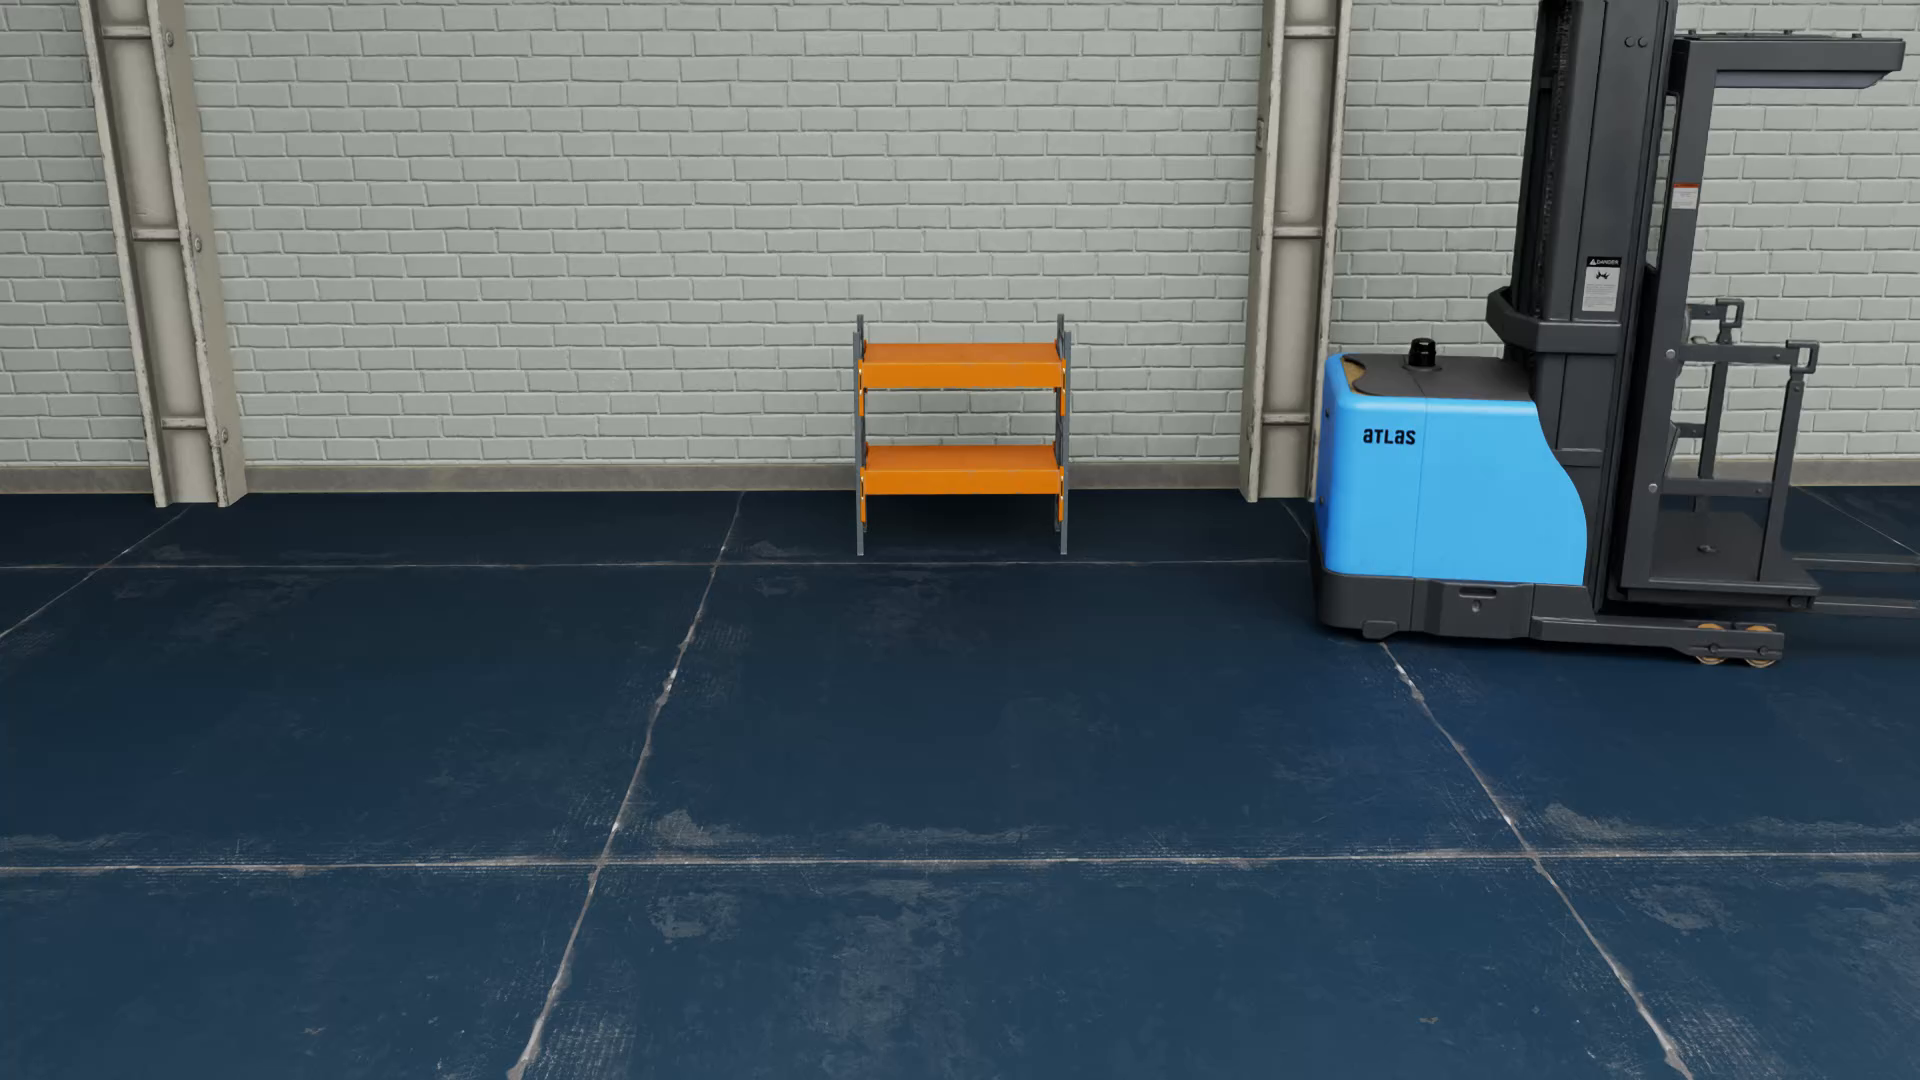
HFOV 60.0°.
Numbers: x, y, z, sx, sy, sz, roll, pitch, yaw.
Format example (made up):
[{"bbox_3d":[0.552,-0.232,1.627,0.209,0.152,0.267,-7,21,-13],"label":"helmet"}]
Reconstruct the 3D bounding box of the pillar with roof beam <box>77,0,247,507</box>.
[{"bbox_3d":[-4.146,-3.198,3.786,0.400,9.000,9.100,0,18,-1],"label":"pillar with roof beam"}]

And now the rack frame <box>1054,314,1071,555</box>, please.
[{"bbox_3d":[0.515,-0.538,8.384,0.032,1.125,0.500,0,18,-1],"label":"rack frame"}]

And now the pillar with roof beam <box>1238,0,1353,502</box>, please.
[{"bbox_3d":[1.853,-3.227,3.876,0.400,9.000,9.100,0,18,-1],"label":"pillar with roof beam"}]

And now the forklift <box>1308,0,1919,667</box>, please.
[{"bbox_3d":[3.120,-1.043,7.001,3.031,2.935,1.130,3,18,8],"label":"forklift"}]

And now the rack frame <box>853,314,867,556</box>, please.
[{"bbox_3d":[-0.502,-0.533,8.368,0.032,1.125,0.500,0,18,-1],"label":"rack frame"}]

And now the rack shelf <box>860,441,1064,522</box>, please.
[{"bbox_3d":[0.007,-0.303,8.451,1.000,0.278,0.538,0,18,-1],"label":"rack shelf"}]

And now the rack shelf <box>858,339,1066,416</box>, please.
[{"bbox_3d":[0.007,-0.814,8.286,1.000,0.278,0.538,0,18,-1],"label":"rack shelf"}]

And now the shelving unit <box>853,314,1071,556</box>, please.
[{"bbox_3d":[0.007,-0.536,8.376,1.048,1.125,0.538,0,18,-1],"label":"shelving unit"}]
